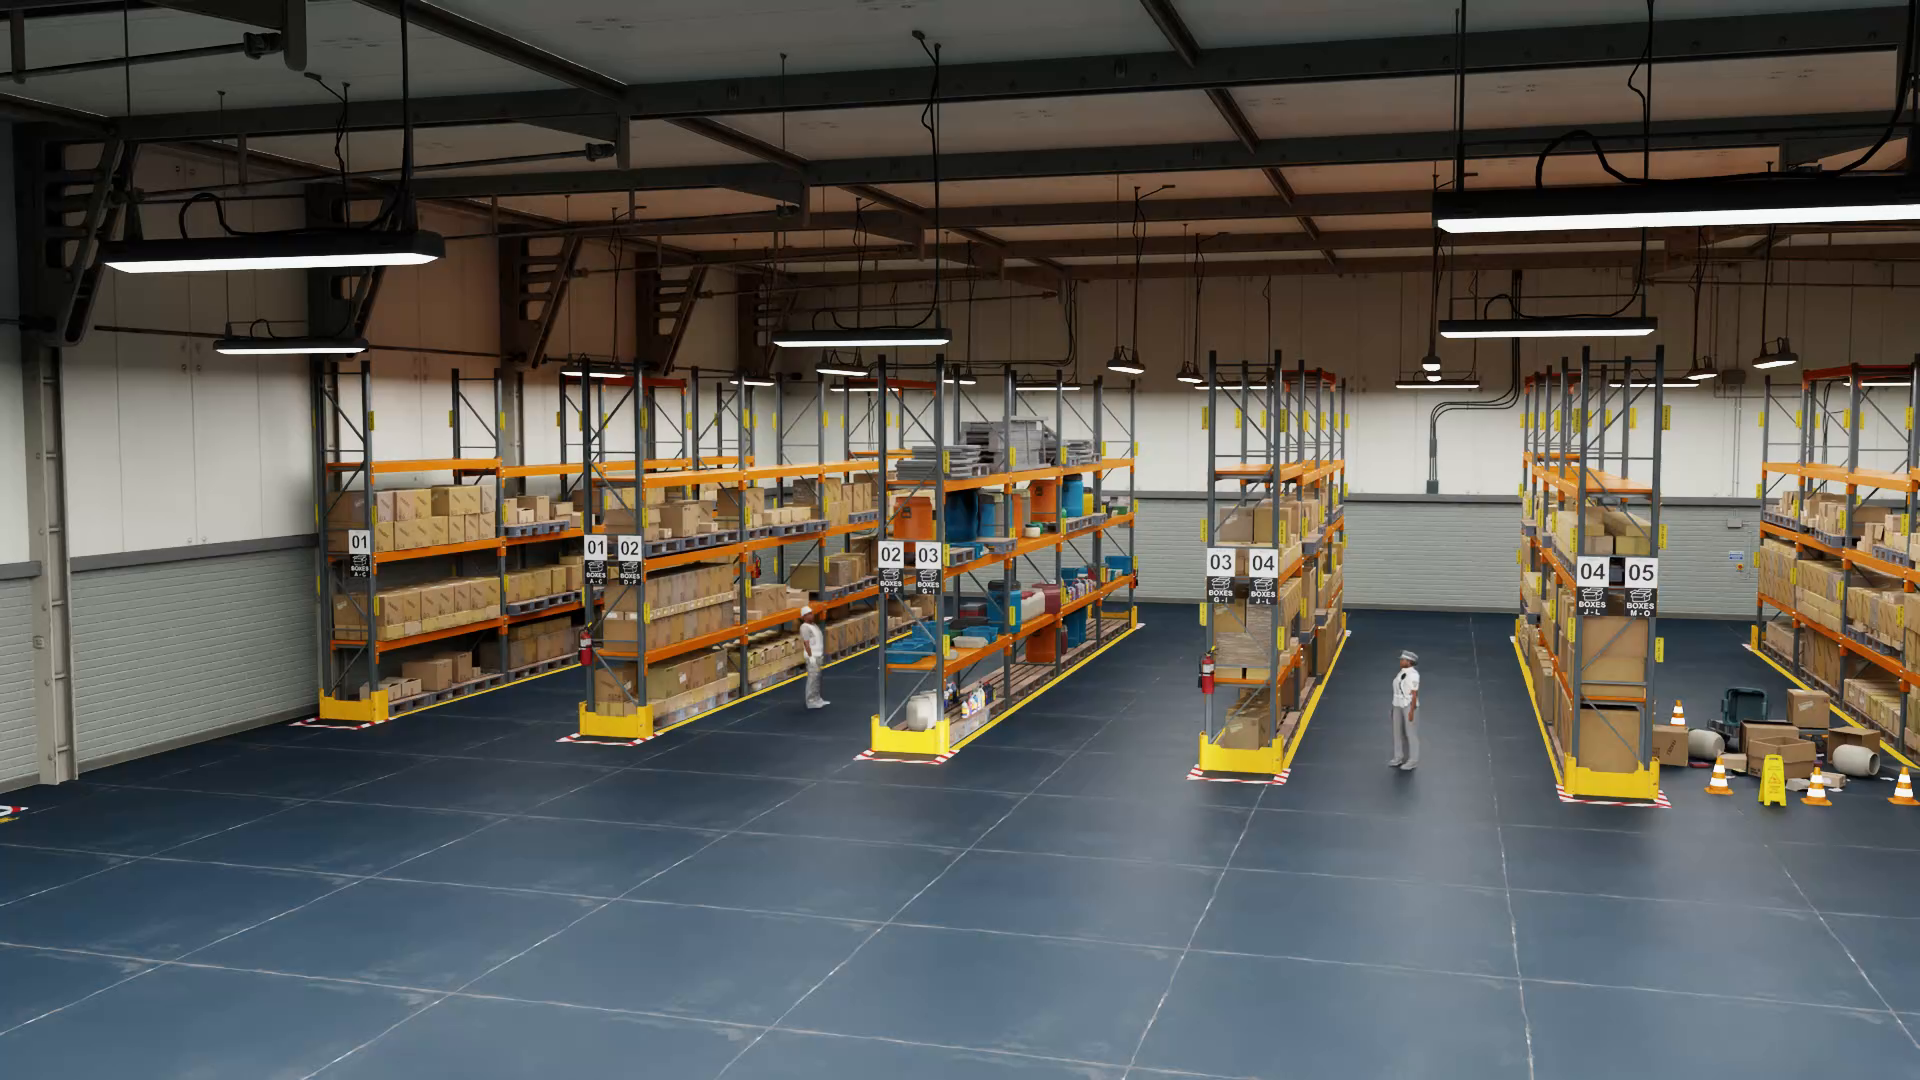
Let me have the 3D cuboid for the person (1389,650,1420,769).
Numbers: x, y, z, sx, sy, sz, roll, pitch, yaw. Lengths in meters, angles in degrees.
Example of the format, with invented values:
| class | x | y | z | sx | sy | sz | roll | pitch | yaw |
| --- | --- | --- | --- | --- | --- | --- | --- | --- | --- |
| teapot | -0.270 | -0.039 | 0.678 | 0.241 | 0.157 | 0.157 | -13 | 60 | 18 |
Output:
| class | x | y | z | sx | sy | sz | roll | pitch | yaw |
| --- | --- | --- | --- | --- | --- | --- | --- | --- | --- |
| person | 6.431 | 2.433 | 24.061 | 0.387 | 1.700 | 0.484 | -2 | 5 | -29 |

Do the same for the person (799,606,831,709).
| class | x | y | z | sx | sy | sz | roll | pitch | yaw |
| --- | --- | --- | --- | --- | --- | --- | --- | --- | --- |
| person | -2.526 | 2.039 | 28.922 | 0.508 | 1.771 | 0.630 | 0 | 4 | -1 |

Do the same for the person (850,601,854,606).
| class | x | y | z | sx | sy | sz | roll | pitch | yaw |
| --- | --- | --- | --- | --- | --- | --- | --- | --- | --- |
| person | -2.897 | 1.162 | 42.776 | 0.412 | 1.555 | 0.946 | 0 | 4 | -6 |
